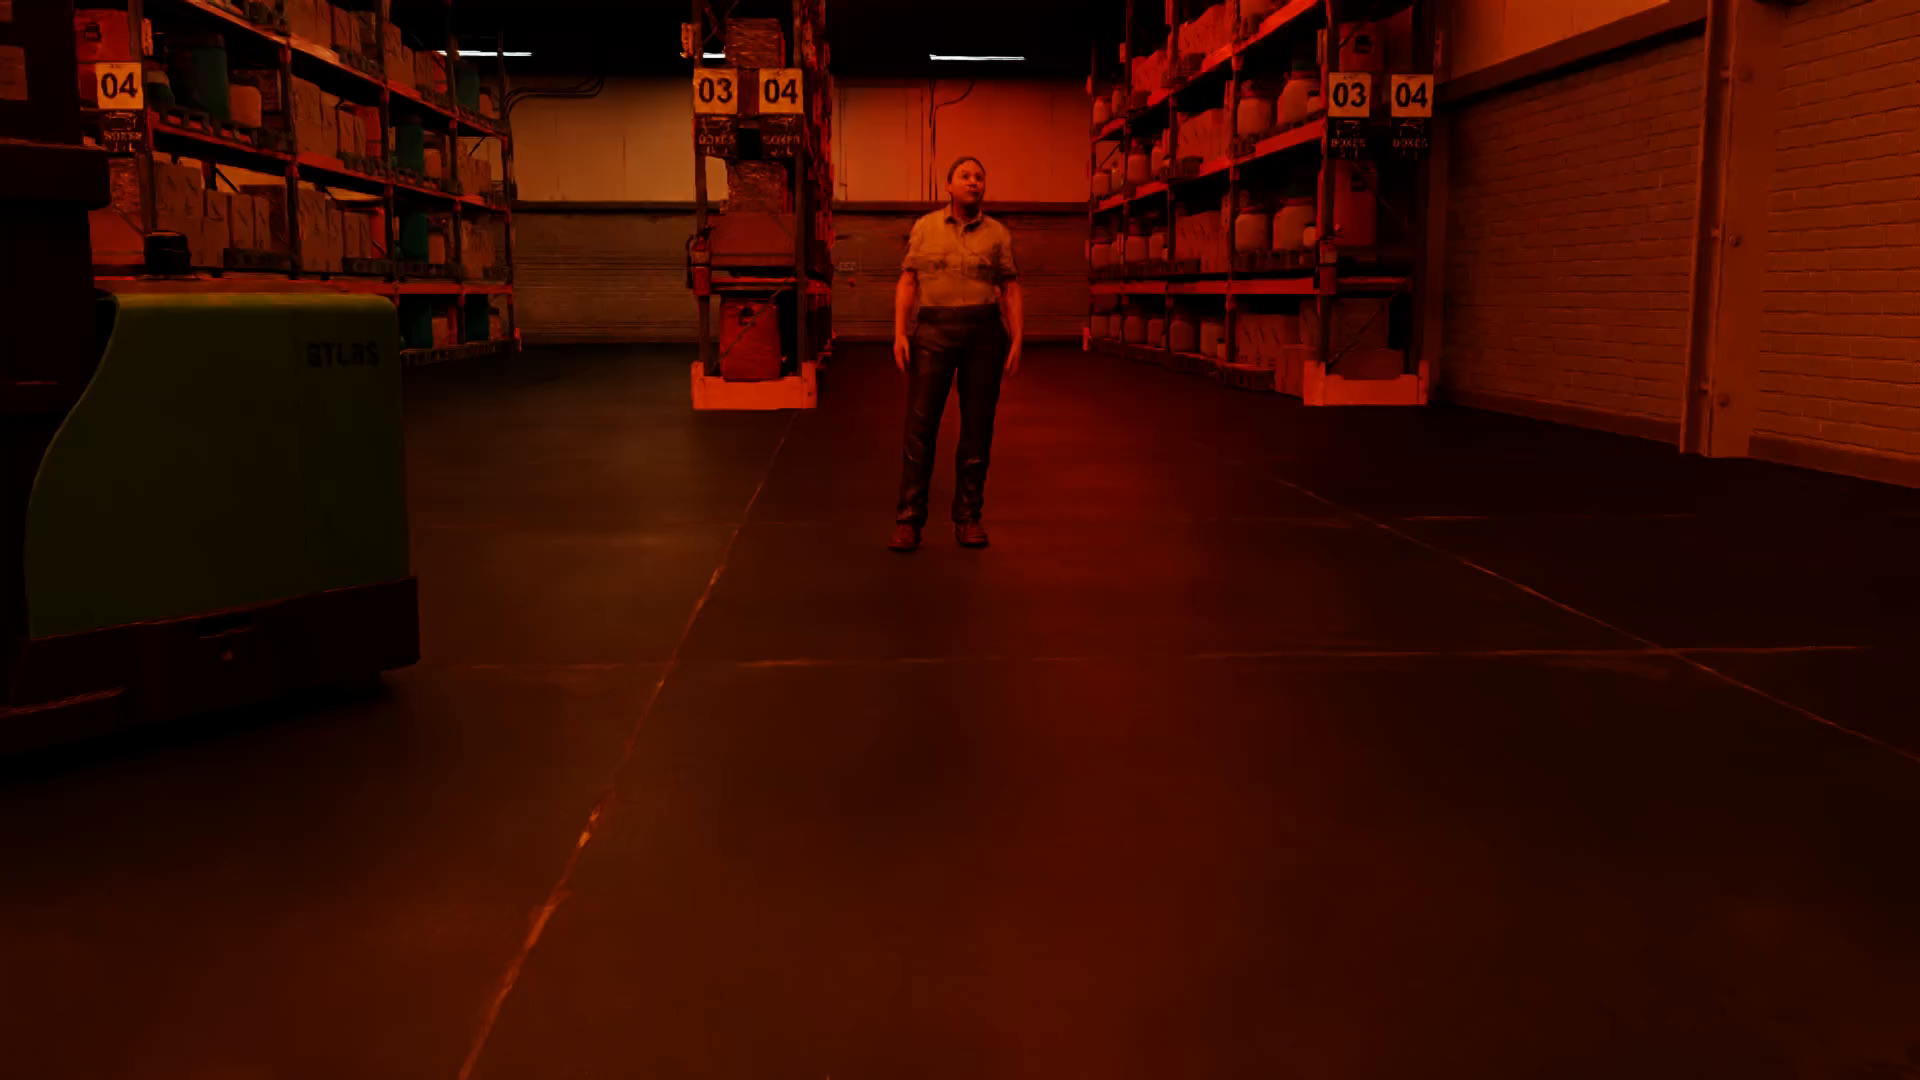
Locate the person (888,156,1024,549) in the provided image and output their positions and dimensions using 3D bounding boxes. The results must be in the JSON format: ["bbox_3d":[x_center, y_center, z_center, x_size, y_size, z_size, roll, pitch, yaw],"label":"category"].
[{"bbox_3d":[-0.017,-0.808,7.098,0.599,1.650,0.502,-1,8,-4],"label":"person"}]

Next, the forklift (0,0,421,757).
[{"bbox_3d":[-2.748,-0.911,3.466,1.130,2.935,3.031,6,10,35],"label":"forklift"}]
